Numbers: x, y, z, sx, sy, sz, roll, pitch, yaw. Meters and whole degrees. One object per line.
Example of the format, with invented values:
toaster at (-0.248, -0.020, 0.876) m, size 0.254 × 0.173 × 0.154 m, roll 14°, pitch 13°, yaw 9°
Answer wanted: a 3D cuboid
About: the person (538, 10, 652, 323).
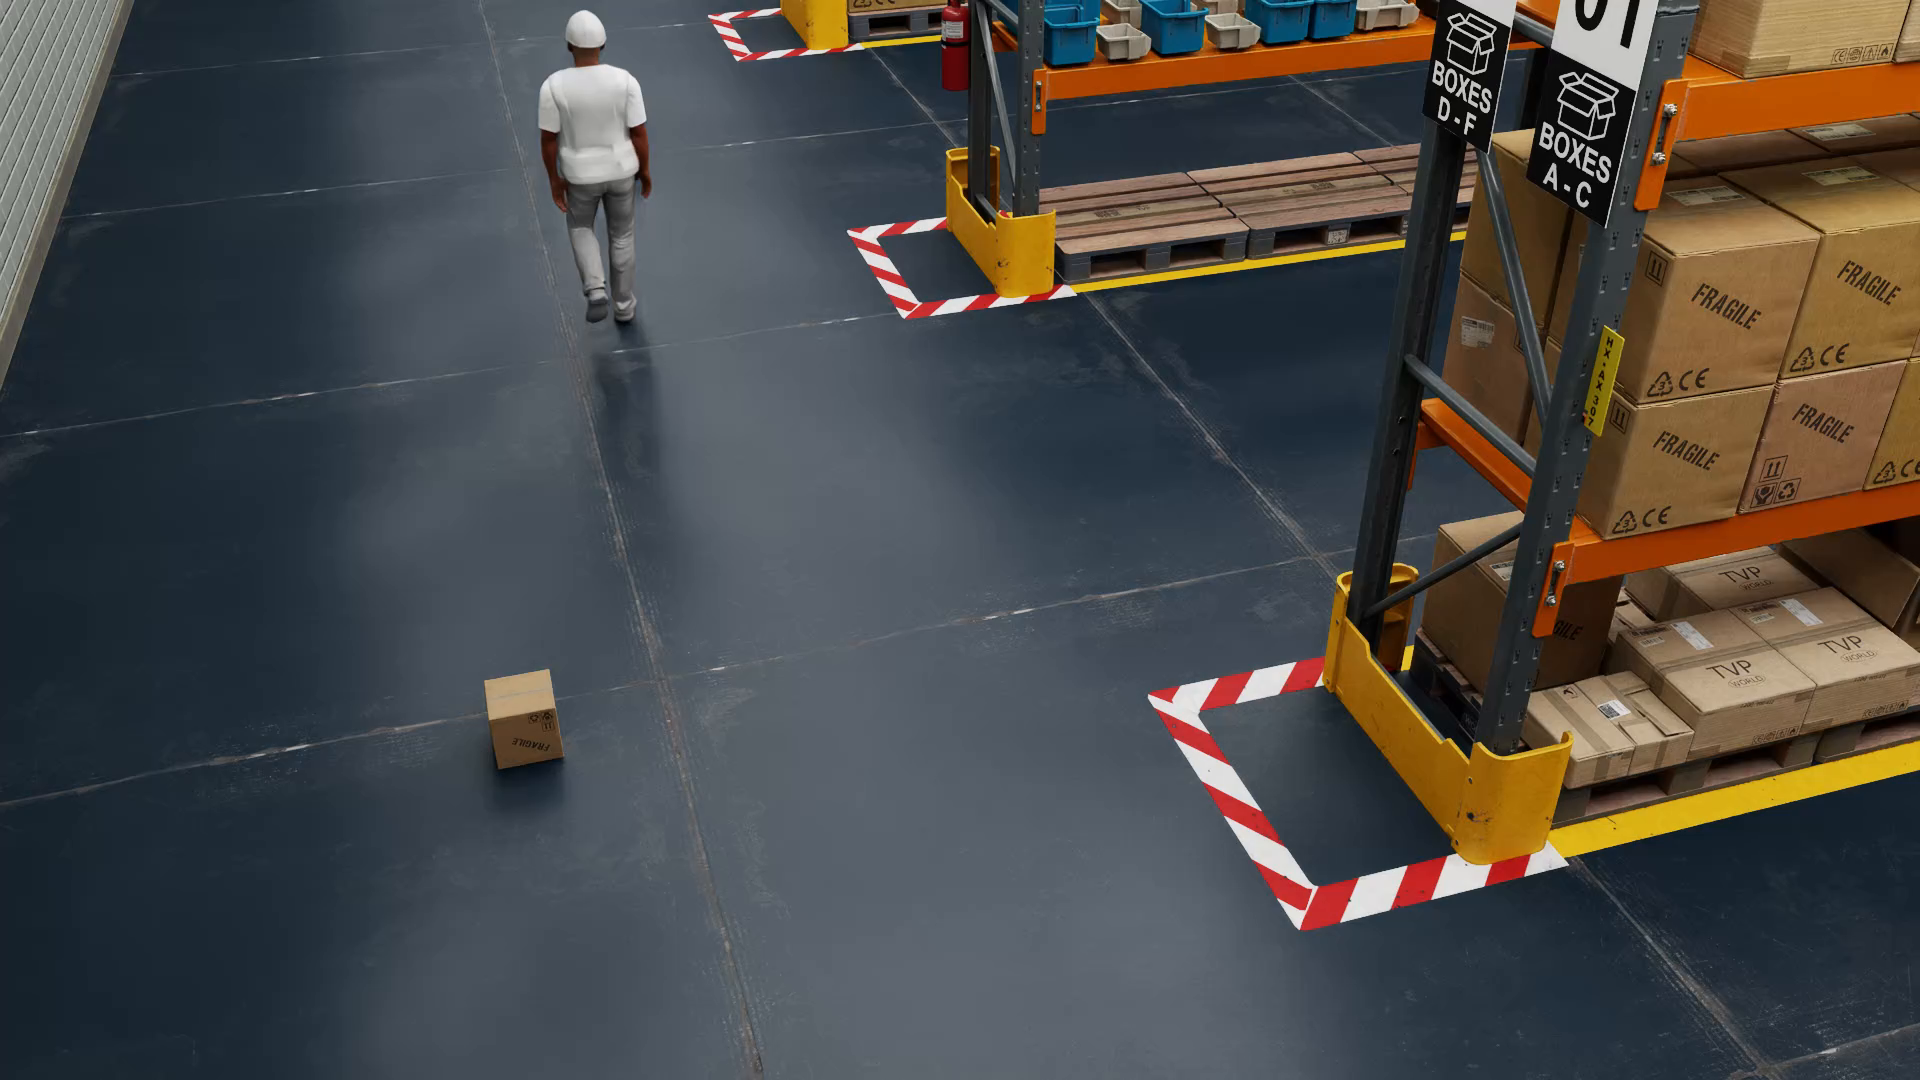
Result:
person at (-1.971, -1.998, 9.073) m, size 0.570 × 1.756 × 0.526 m, roll -8°, pitch 35°, yaw -12°
